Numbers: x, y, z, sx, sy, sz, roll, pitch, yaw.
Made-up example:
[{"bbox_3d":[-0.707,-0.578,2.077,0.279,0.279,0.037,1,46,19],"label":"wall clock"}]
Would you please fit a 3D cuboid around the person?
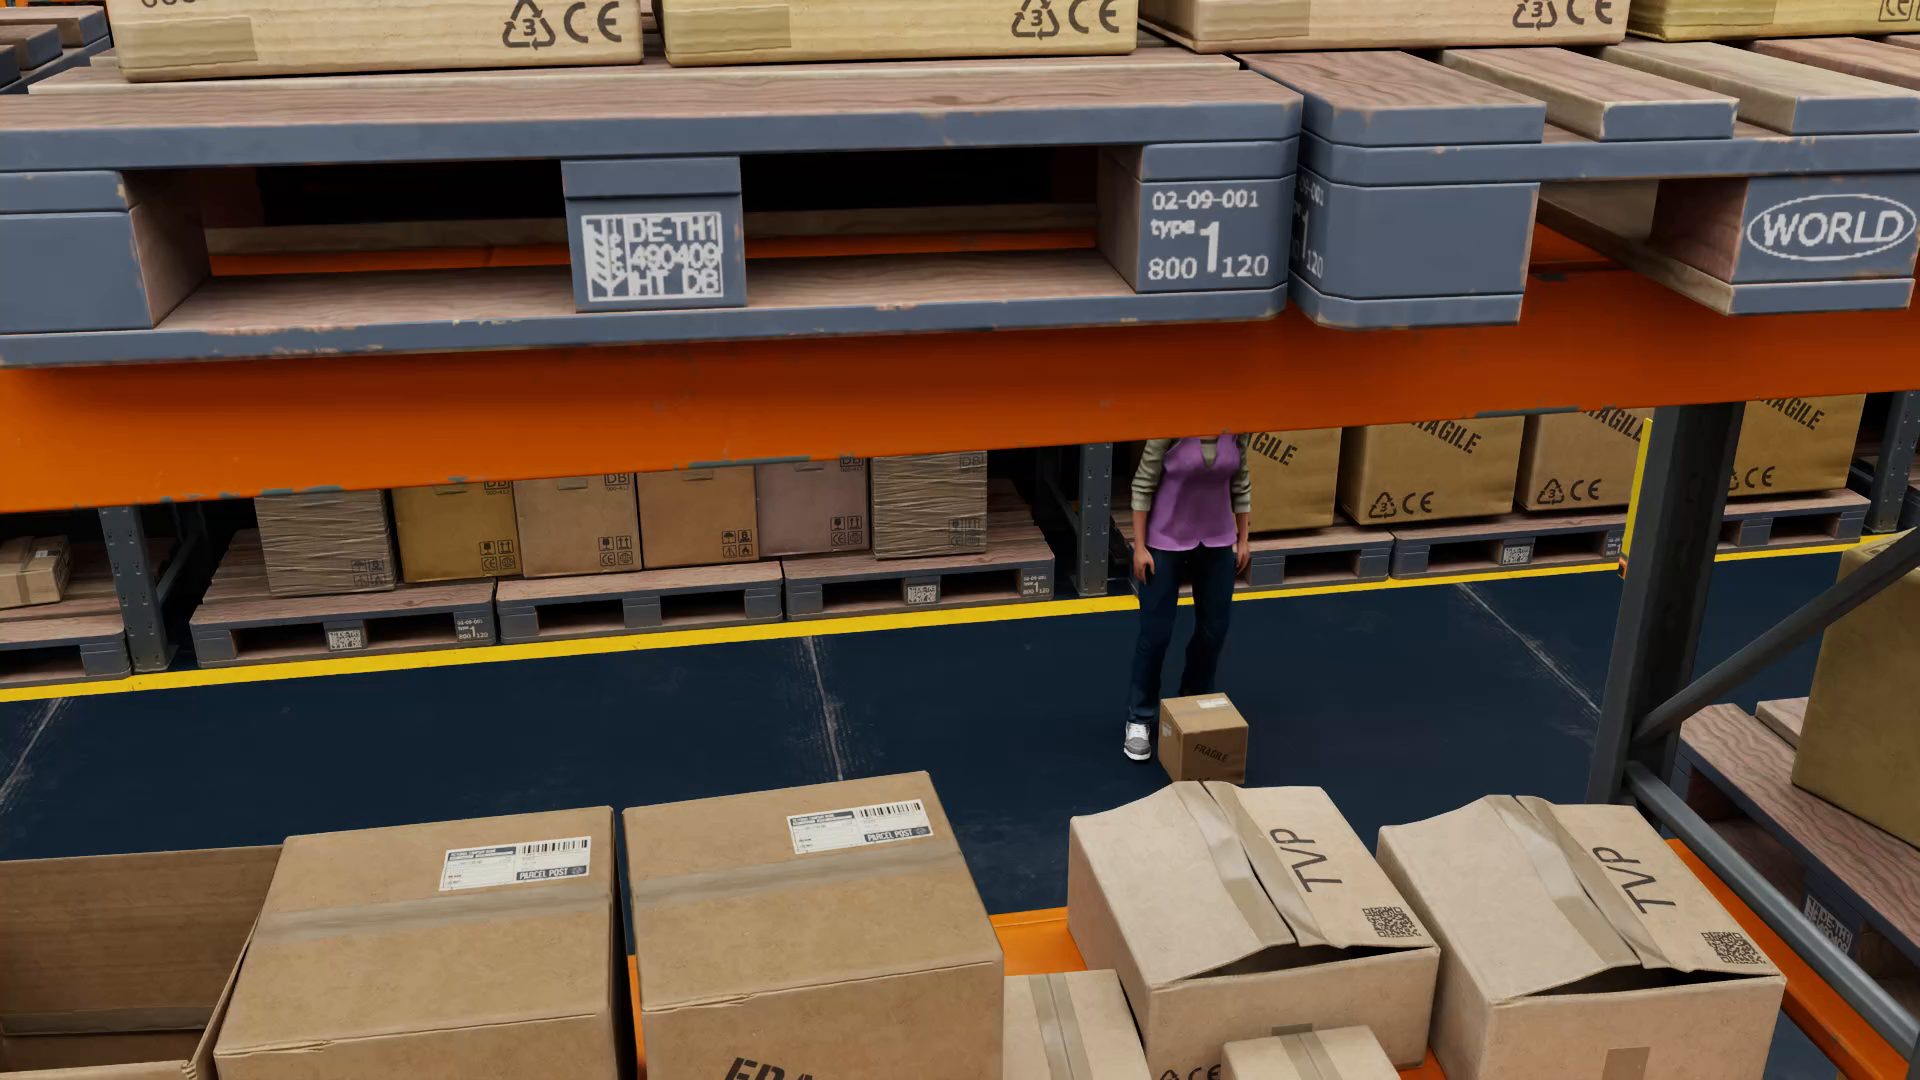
[{"bbox_3d":[0.833,0.028,6.050,0.477,1.592,0.345,-6,24,-13],"label":"person"}]
